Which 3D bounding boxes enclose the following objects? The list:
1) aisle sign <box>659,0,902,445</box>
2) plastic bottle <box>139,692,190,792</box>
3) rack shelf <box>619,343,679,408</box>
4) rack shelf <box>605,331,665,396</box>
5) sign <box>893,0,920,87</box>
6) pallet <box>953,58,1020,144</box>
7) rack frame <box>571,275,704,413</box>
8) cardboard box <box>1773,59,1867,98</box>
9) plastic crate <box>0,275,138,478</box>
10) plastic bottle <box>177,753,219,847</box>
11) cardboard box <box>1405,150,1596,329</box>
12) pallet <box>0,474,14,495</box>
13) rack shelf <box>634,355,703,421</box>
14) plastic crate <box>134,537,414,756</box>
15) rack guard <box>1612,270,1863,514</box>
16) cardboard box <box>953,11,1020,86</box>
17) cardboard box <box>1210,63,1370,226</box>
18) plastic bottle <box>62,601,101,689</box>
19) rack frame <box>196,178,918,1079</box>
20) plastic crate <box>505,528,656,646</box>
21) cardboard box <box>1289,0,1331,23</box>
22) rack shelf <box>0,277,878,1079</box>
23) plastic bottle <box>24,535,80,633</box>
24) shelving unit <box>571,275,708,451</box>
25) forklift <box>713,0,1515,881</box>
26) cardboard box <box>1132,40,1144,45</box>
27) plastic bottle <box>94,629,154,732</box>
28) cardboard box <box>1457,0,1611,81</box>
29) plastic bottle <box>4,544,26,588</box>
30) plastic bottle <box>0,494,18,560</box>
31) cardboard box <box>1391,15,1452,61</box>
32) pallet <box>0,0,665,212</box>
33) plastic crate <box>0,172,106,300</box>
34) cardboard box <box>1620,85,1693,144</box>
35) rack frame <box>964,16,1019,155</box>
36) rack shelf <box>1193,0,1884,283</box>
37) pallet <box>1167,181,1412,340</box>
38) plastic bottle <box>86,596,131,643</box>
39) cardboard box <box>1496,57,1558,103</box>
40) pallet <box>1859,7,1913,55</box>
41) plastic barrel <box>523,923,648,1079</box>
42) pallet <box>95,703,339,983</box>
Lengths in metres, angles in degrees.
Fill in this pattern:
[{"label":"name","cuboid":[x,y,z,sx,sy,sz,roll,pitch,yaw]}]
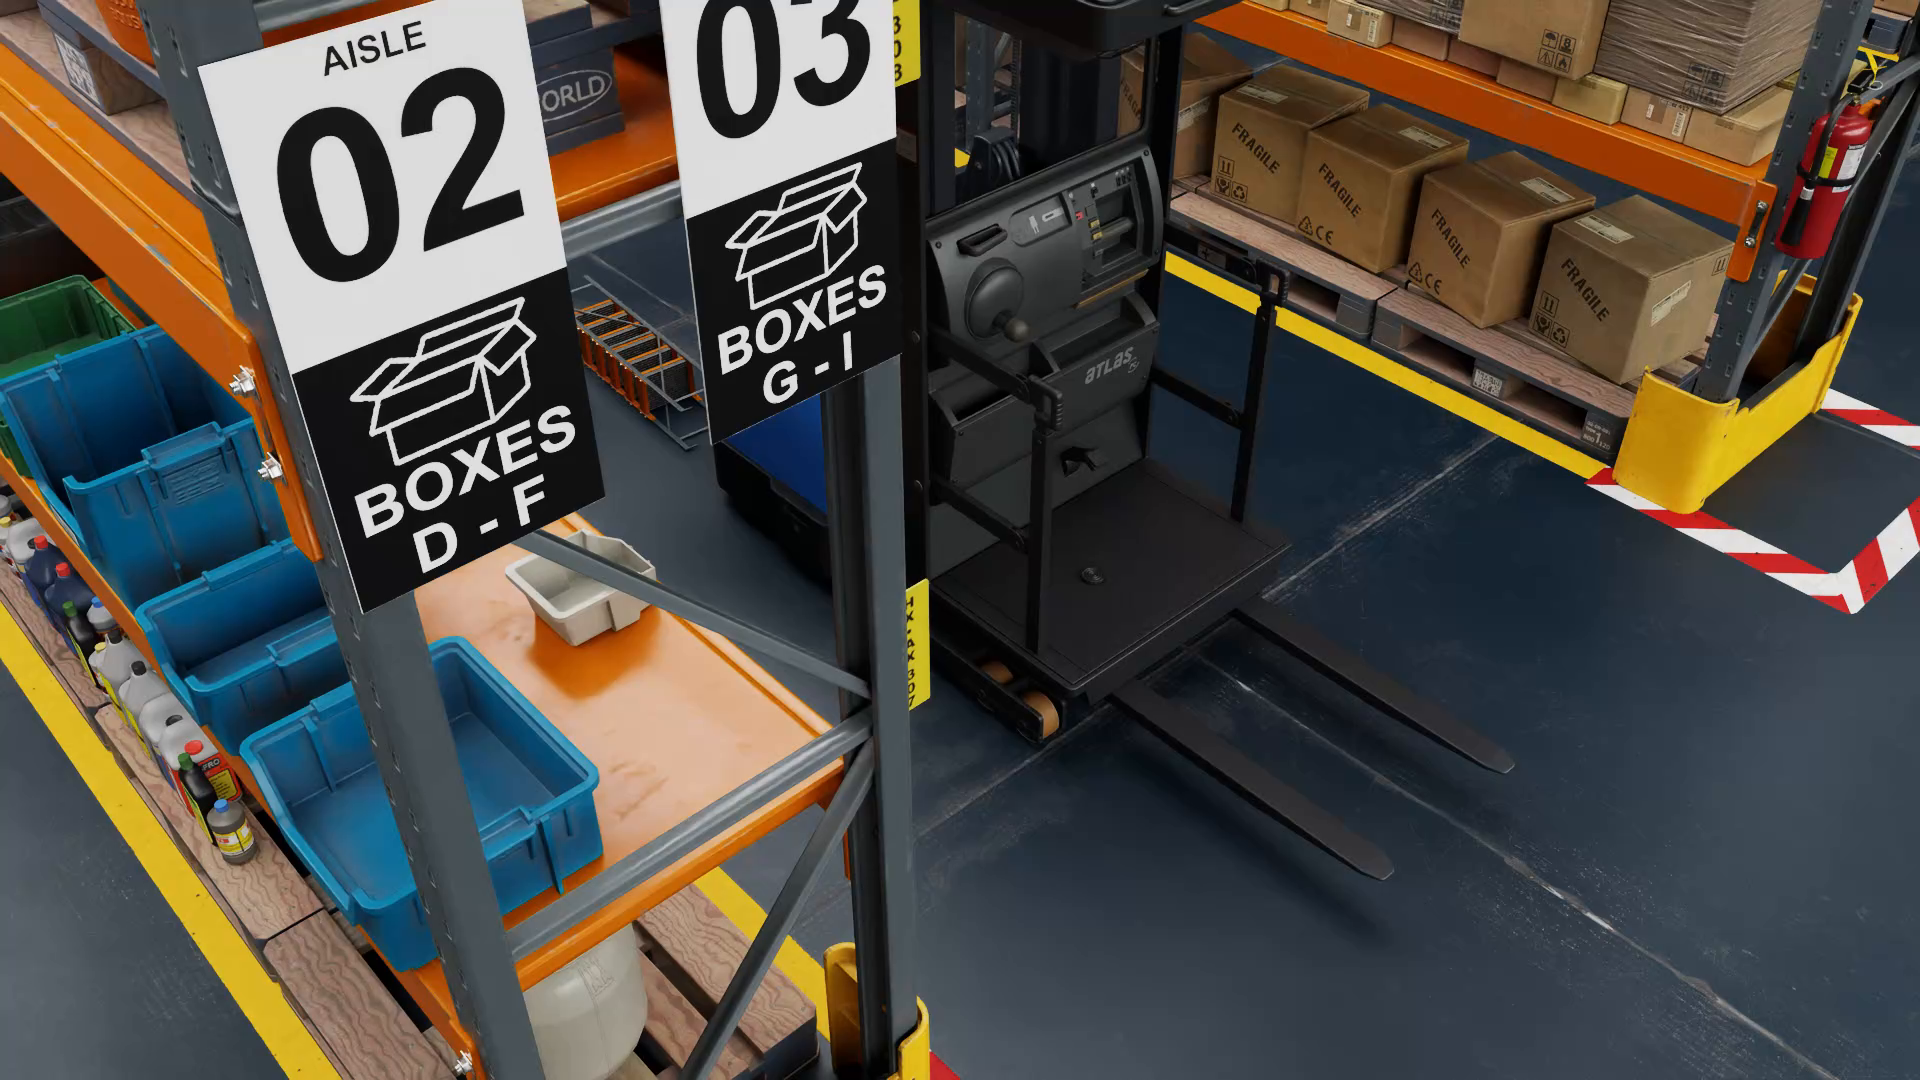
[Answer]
[{"label":"aisle sign","cuboid":[-0.245,-0.539,2.461,0.394,0.787,0.004,-30,48,-32]},{"label":"plastic bottle","cuboid":[-2.318,0.596,4.943,0.152,0.276,0.135,-31,48,-33]},{"label":"rack shelf","cuboid":[-1.279,-0.691,6.948,0.258,0.180,0.103,-27,46,-29]},{"label":"rack shelf","cuboid":[-1.354,-0.749,7.021,0.258,0.180,0.103,-27,46,-29]},{"label":"sign","cuboid":[-0.101,-0.839,2.507,0.100,0.325,0.005,-30,48,-32]},{"label":"pallet","cuboid":[-0.094,-2.667,9.385,1.003,0.211,1.213,-30,48,-32]},{"label":"rack frame","cuboid":[-1.382,-0.842,6.991,0.240,0.006,1.200,-27,46,-29]},{"label":"cardboard box","cuboid":[3.122,-1.677,6.139,0.380,0.149,0.250,-30,48,-32]},{"label":"plastic crate","cuboid":[-2.504,-0.457,4.597,0.450,0.188,0.662,-30,48,-32]},{"label":"plastic bottle","cuboid":[-2.167,0.739,4.759,0.061,0.283,0.133,-29,47,-31]},{"label":"cardboard box","cuboid":[2.299,-1.290,7.116,0.500,0.500,0.500,-18,42,-21]},{"label":"pallet","cuboid":[-3.774,-0.550,6.763,1.003,0.211,1.213,-30,48,-32]},{"label":"rack shelf","cuboid":[-1.204,-0.632,6.874,0.258,0.180,0.103,-27,46,-29]},{"label":"plastic crate","cuboid":[-1.503,0.214,3.716,0.499,0.251,0.408,-30,48,-32]},{"label":"rack guard","cuboid":[3.088,-0.604,6.600,1.175,0.500,0.348,-30,48,-32]},{"label":"cardboard box","cuboid":[0.034,-2.885,9.074,0.500,0.500,0.700,30,48,32]},{"label":"cardboard box","cuboid":[1.545,-1.866,7.828,0.500,0.500,0.500,30,48,32]},{"label":"plastic bottle","cuboid":[-2.766,0.329,5.267,0.061,0.283,0.133,-28,47,-30]},{"label":"rack frame","cuboid":[-0.509,0.563,3.165,1.000,3.000,0.127,-30,48,-32]},{"label":"plastic crate","cuboid":[-0.878,0.115,3.930,0.298,0.136,0.250,-30,48,-32]},{"label":"cardboard box","cuboid":[1.584,-2.283,6.889,0.380,0.149,0.250,-30,48,-32]},{"label":"rack shelf","cuboid":[-1.862,-0.082,4.537,1.077,0.370,4.000,-30,48,-32]},{"label":"plastic bottle","cuboid":[-2.974,0.122,5.470,0.144,0.351,0.185,-29,47,-31]},{"label":"shelving unit","cuboid":[-1.382,-0.771,7.048,0.258,0.189,1.200,-27,46,-29]},{"label":"forklift","cuboid":[0.424,-0.848,4.967,1.130,2.935,3.031,-30,48,-32]},{"label":"cardboard box","cuboid":[0.675,-2.381,8.466,0.500,0.500,0.500,-32,48,-33]},{"label":"plastic bottle","cuboid":[-2.559,0.406,5.119,0.144,0.351,0.185,-30,48,-32]},{"label":"cardboard box","cuboid":[2.361,-2.143,6.199,0.875,0.500,0.500,-30,48,-32]},{"label":"plastic bottle","cuboid":[-3.184,0.058,5.668,0.097,0.201,0.097,0,39,0]},{"label":"plastic bottle","cuboid":[-3.322,-0.064,5.763,0.097,0.271,0.097,0,39,0]},{"label":"cardboard box","cuboid":[1.937,-2.059,6.612,0.380,0.149,0.250,-30,48,-32]},{"label":"pallet","cuboid":[-0.997,-0.954,2.807,1.003,0.211,1.213,-30,48,-32]},{"label":"plastic crate","cuboid":[-2.954,-0.967,5.110,0.767,0.338,0.504,-30,48,-32]},{"label":"cardboard box","cuboid":[2.626,-1.604,6.048,0.380,0.149,0.250,-30,48,-32]},{"label":"rack frame","cuboid":[0.434,-3.393,8.063,1.000,3.000,0.127,-30,48,-32]},{"label":"rack shelf","cuboid":[1.786,-2.187,7.143,1.077,0.370,4.000,-30,48,-32]},{"label":"pallet","cuboid":[1.743,-1.447,7.874,1.003,0.211,1.213,-30,48,-32]},{"label":"plastic bottle","cuboid":[-2.720,0.292,5.322,0.097,0.271,0.097,0,39,0]},{"label":"cardboard box","cuboid":[2.261,-1.820,6.316,0.380,0.149,0.250,-30,48,-32]},{"label":"pallet","cuboid":[5.441,-3.419,10.315,1.003,0.211,1.213,-30,48,-32]},{"label":"plastic barrel","cuboid":[-1.011,1.096,4.152,0.421,0.512,0.421,0,39,0]},{"label":"pallet","cuboid":[-1.962,0.690,5.227,1.003,0.211,1.213,-30,48,-32]}]
